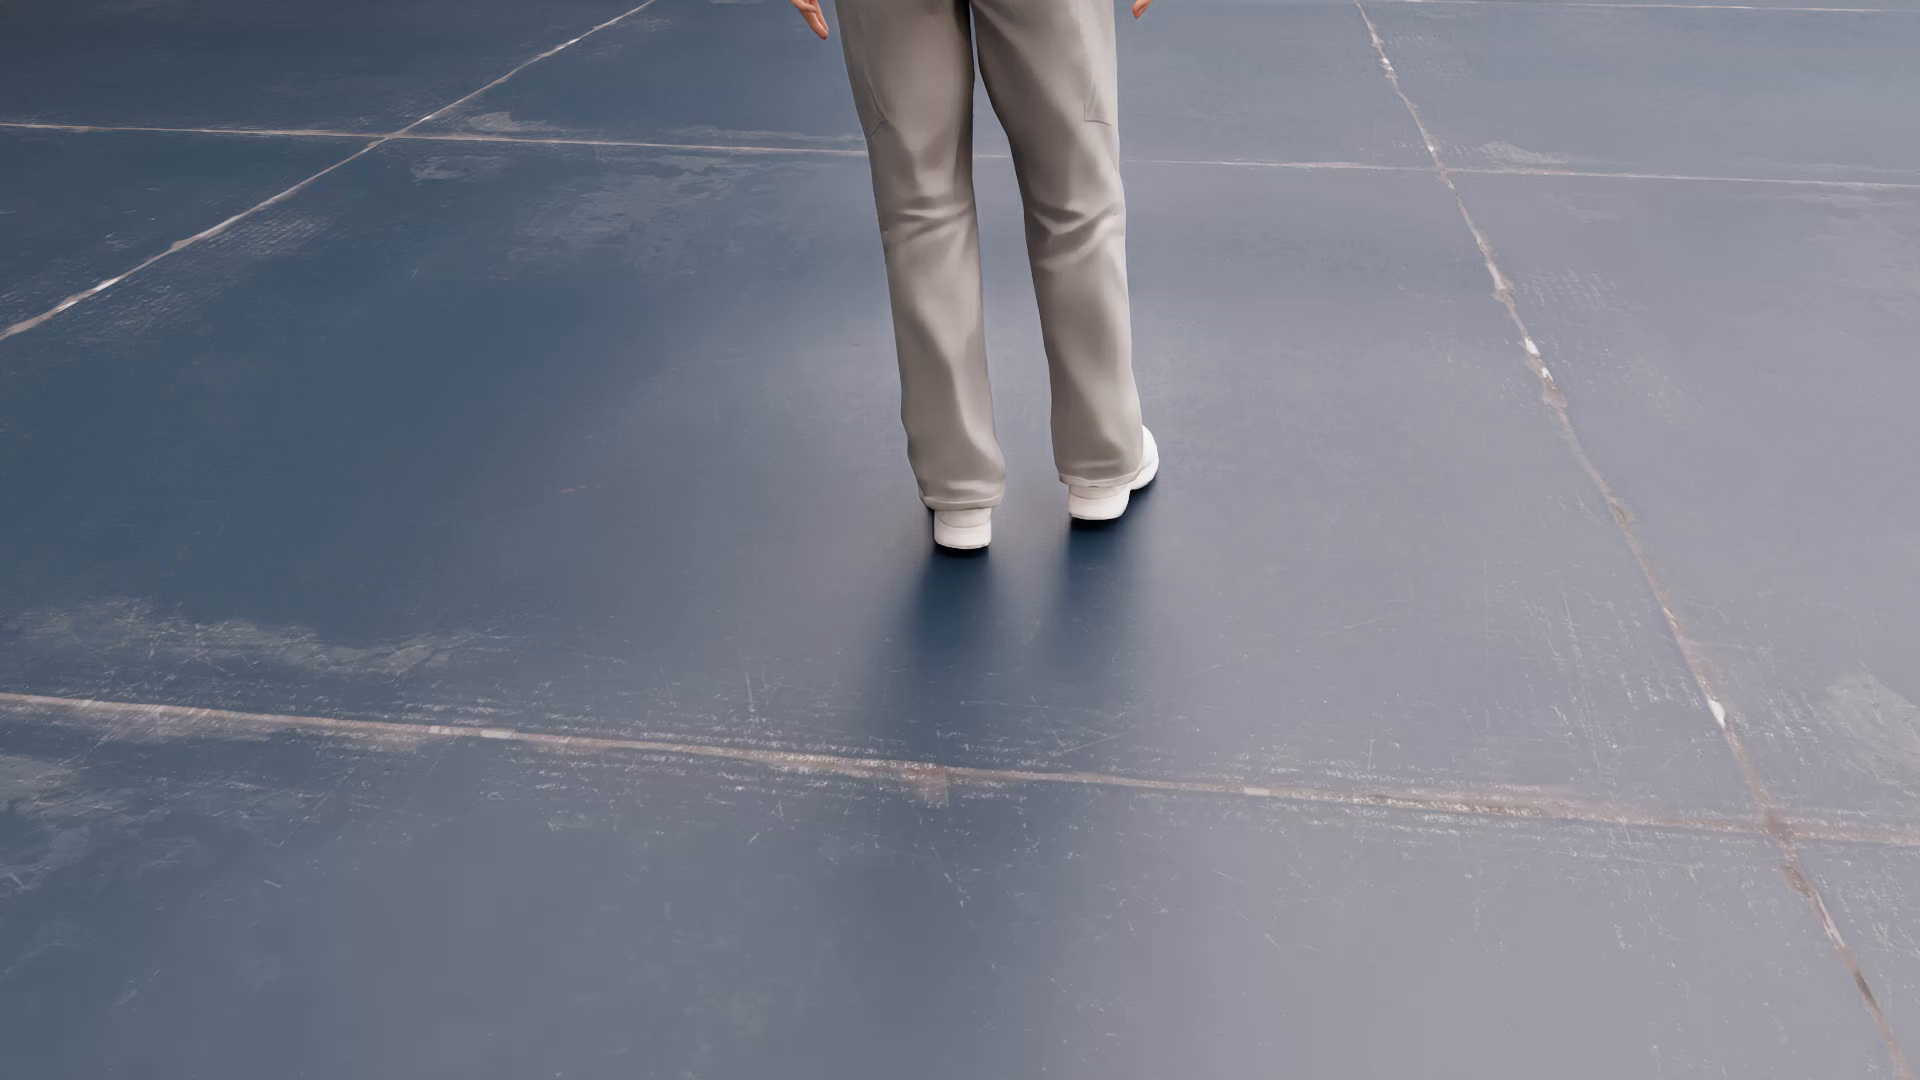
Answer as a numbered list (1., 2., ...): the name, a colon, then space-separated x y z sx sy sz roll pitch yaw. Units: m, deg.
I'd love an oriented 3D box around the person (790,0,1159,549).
1. person: 0.023 -0.788 2.186 0.549 1.675 0.549 3 27 7
